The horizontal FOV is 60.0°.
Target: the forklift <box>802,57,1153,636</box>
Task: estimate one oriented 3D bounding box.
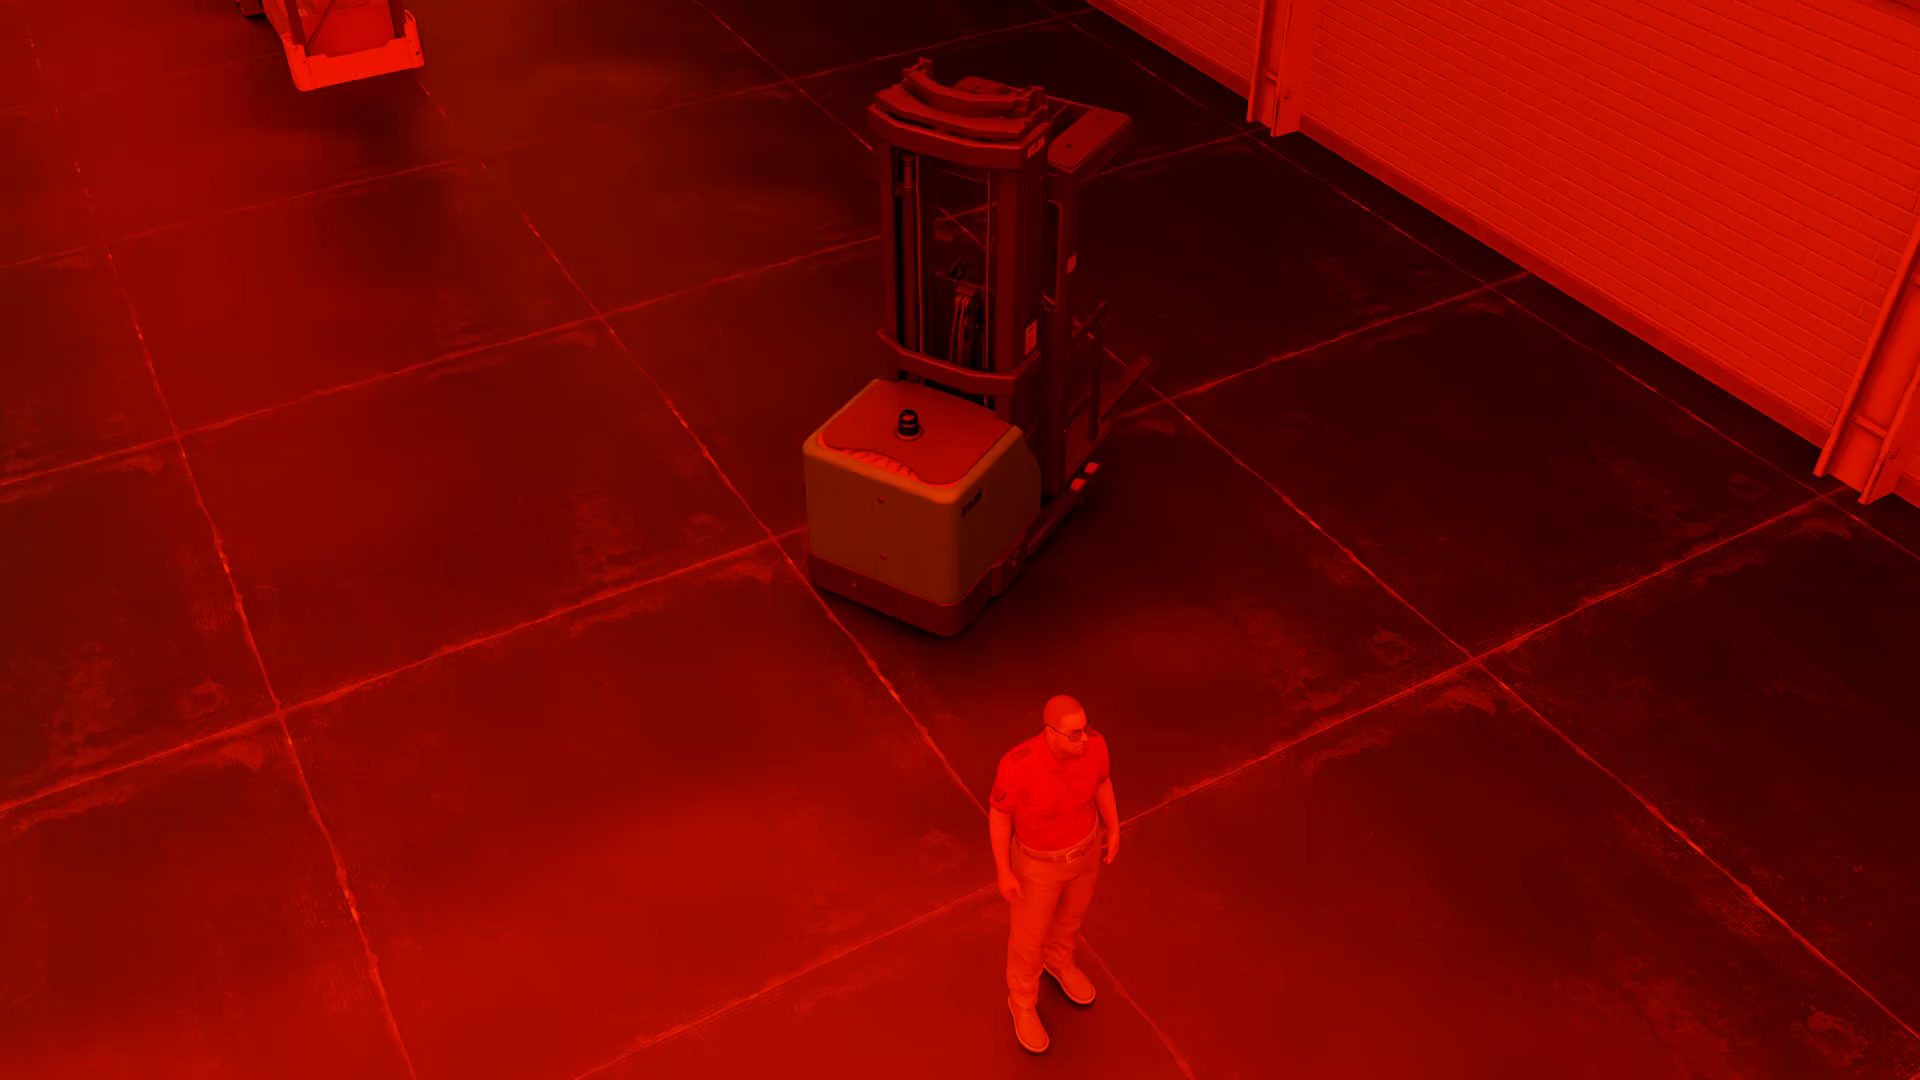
[{"bbox_3d":[0.278,-1.496,9.839,1.130,2.935,3.031,21,44,23],"label":"forklift"}]

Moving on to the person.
[{"bbox_3d":[0.461,1.424,7.249,0.640,1.727,0.551,-20,44,-23],"label":"person"}]
